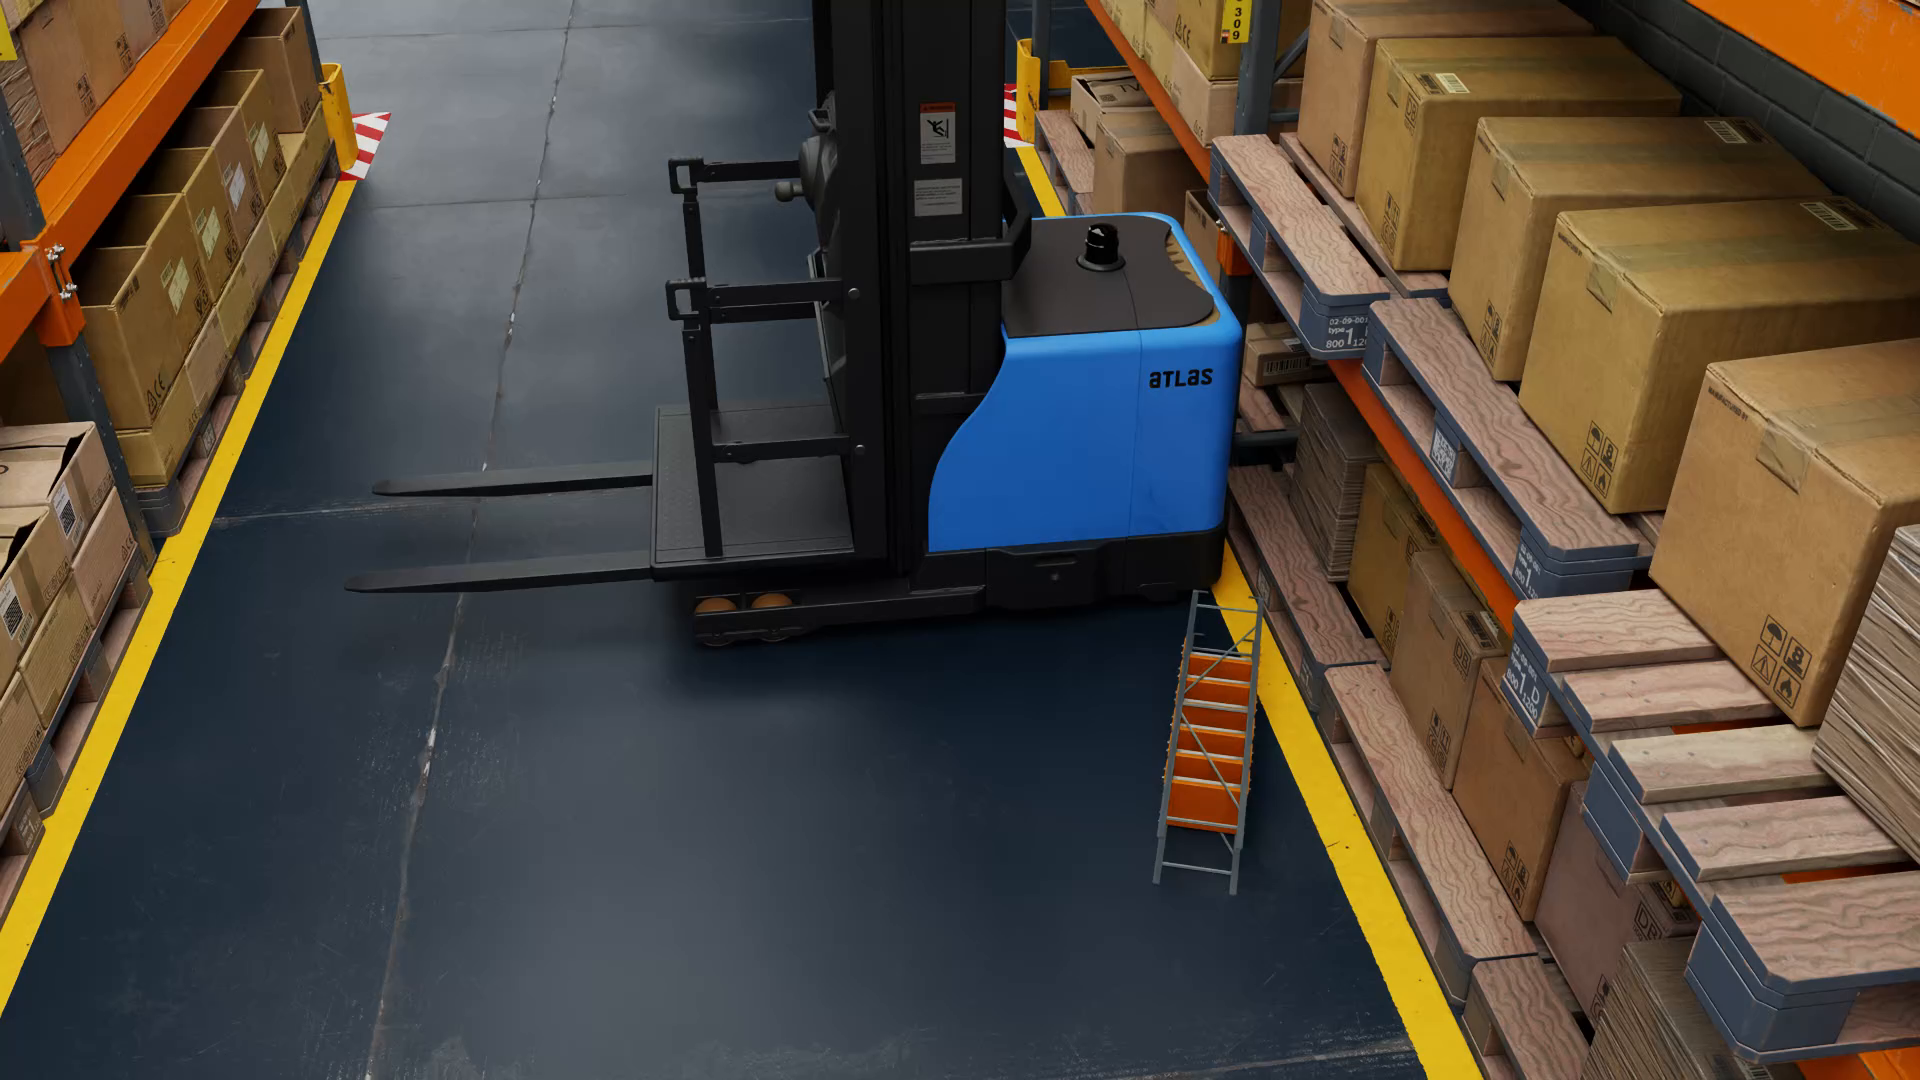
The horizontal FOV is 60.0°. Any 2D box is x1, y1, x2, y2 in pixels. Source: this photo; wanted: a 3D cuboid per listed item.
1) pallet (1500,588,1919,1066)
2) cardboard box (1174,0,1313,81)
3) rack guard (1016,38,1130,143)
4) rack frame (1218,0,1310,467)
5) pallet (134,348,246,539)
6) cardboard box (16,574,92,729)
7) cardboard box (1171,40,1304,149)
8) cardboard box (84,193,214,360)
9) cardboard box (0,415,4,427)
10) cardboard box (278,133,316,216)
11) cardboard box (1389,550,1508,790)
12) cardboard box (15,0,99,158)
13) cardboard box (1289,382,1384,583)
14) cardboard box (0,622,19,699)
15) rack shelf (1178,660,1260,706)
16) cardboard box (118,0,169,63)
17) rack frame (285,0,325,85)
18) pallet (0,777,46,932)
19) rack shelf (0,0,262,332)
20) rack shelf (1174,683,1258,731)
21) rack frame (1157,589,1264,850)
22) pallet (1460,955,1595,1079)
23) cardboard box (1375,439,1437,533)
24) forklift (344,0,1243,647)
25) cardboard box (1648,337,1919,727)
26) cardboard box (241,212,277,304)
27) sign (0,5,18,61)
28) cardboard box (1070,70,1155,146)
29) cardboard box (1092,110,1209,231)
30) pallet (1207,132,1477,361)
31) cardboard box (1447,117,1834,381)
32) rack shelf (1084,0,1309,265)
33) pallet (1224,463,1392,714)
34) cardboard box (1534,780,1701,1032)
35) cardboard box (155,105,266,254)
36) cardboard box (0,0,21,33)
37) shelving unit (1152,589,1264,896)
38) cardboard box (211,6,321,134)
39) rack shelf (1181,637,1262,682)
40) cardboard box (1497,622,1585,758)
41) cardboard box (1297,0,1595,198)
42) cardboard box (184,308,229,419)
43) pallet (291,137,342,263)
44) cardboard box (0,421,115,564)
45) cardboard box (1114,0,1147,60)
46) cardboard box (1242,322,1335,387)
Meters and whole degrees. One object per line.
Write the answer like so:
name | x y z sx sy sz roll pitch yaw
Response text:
pallet | 1.790 0.444 3.106 1.213 0.211 1.003 -4 35 -6
cardboard box | 1.083 -1.975 5.934 0.500 0.500 0.500 -4 35 -6
rack guard | 0.926 -2.635 9.673 1.175 0.500 0.348 -4 35 -6
rack frame | 1.453 -1.478 5.755 1.000 3.000 0.127 -4 35 -6
pallet | -3.520 -0.396 6.643 1.003 0.211 1.213 -4 35 -6
cardboard box | -3.046 0.354 5.136 0.500 0.250 0.500 -5 35 -7
cardboard box | 1.089 -1.666 6.146 0.500 0.250 0.500 -4 35 -6
cardboard box | -3.282 -1.009 6.470 0.500 0.500 0.500 -4 35 -6
cardboard box | -3.734 -0.380 6.213 0.500 0.250 0.500 -4 35 -6
cardboard box | -3.549 -1.815 8.319 0.500 0.250 0.500 -4 35 -6
cardboard box | 1.717 0.355 4.895 0.700 0.500 0.500 -4 34 -6
cardboard box | -3.598 -1.683 5.968 0.700 0.500 0.500 -5 35 -7
cardboard box | 1.569 -0.218 5.735 0.700 0.500 0.500 -3 34 -5
cardboard box | -2.975 0.403 4.566 0.500 0.311 0.500 -4 35 -7
rack shelf | 0.824 0.502 5.338 0.258 0.180 0.103 7 35 9
cardboard box | -3.732 -2.249 6.798 0.700 0.500 0.500 -3 34 -5
rack frame | -3.993 -3.333 8.477 1.000 3.000 0.127 -4 35 -6
pallet | -3.150 1.142 4.387 1.003 0.211 1.213 -4 35 -6
rack shelf | -3.724 -1.920 7.042 1.077 0.370 4.000 -4 35 -6
rack shelf | 0.800 0.568 5.241 0.258 0.180 0.103 7 35 9
rack frame | 0.791 0.518 5.154 0.240 0.006 1.200 7 35 9
pallet | 1.888 1.470 3.905 1.003 0.211 1.213 -4 35 -6
cardboard box | 1.631 -0.282 5.163 0.500 0.250 0.500 -5 35 -7
forklift | -0.624 -1.163 5.354 3.031 2.935 1.130 -4 35 -6
cardboard box | 1.816 -0.041 3.166 0.700 0.500 0.500 -8 35 -11
cardboard box | -3.414 -1.257 7.500 0.500 0.250 0.500 -4 35 -6
sign | -2.919 -1.593 4.966 0.100 0.325 0.005 -4 35 -6
cardboard box | 0.919 -2.388 9.088 0.500 0.311 0.500 -8 35 -12
cardboard box | 1.045 -1.735 7.961 0.700 0.500 0.500 -6 35 -9
pallet | 1.412 -0.961 5.168 1.003 0.211 1.213 -4 35 -6
cardboard box | 1.676 -0.737 4.189 0.700 0.500 0.500 0 34 0
rack shelf | 1.184 -2.297 7.596 1.077 0.370 4.000 -4 35 -6
pallet | 1.559 0.108 5.903 1.003 0.211 1.213 -4 35 -6
cardboard box | 1.889 0.911 4.079 0.700 0.500 0.500 -4 35 -6
cardboard box | -3.411 -1.567 7.289 0.500 0.500 0.500 -4 35 -6
cardboard box | -3.333 -1.715 5.438 0.380 0.149 0.250 -4 34 -6
shelving unit | 0.791 0.593 5.205 0.258 0.189 1.200 7 35 9
cardboard box | -3.626 -2.404 8.516 0.500 0.500 0.500 -4 35 -6
rack shelf | 0.848 0.435 5.435 0.258 0.180 0.103 7 35 9
cardboard box | 1.754 0.288 4.327 0.500 0.250 0.500 -5 35 -7
cardboard box | 1.488 -1.415 5.183 0.700 0.500 0.500 -4 35 -6
cardboard box | -3.279 -0.699 6.681 0.500 0.250 0.500 -4 35 -6
pallet | -3.849 -1.757 8.641 1.003 0.211 1.213 -4 35 -6
cardboard box | -3.116 -0.166 5.400 0.500 0.311 0.500 -4 35 -6
cardboard box | 0.948 -2.224 6.965 0.500 0.250 0.500 -5 35 -7
cardboard box | 1.352 -0.785 6.864 0.380 0.166 0.250 -9 35 -13
